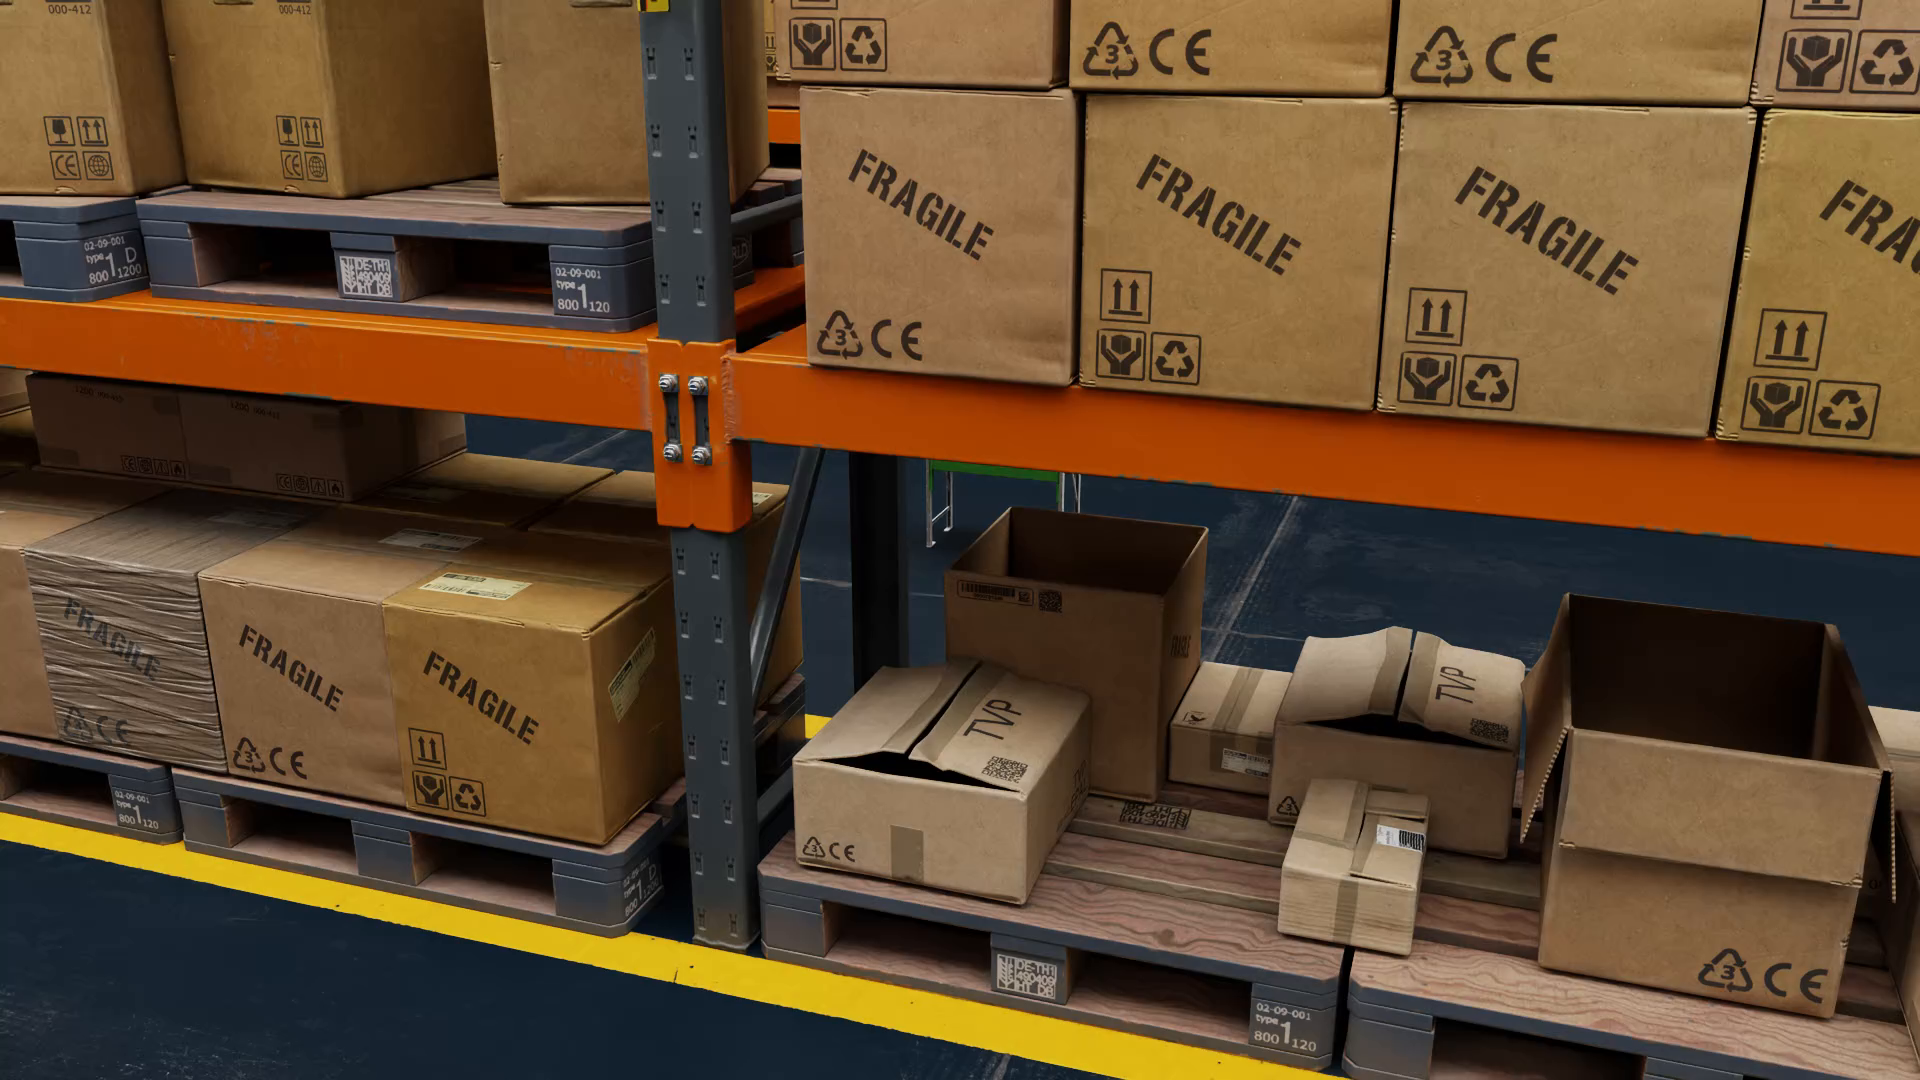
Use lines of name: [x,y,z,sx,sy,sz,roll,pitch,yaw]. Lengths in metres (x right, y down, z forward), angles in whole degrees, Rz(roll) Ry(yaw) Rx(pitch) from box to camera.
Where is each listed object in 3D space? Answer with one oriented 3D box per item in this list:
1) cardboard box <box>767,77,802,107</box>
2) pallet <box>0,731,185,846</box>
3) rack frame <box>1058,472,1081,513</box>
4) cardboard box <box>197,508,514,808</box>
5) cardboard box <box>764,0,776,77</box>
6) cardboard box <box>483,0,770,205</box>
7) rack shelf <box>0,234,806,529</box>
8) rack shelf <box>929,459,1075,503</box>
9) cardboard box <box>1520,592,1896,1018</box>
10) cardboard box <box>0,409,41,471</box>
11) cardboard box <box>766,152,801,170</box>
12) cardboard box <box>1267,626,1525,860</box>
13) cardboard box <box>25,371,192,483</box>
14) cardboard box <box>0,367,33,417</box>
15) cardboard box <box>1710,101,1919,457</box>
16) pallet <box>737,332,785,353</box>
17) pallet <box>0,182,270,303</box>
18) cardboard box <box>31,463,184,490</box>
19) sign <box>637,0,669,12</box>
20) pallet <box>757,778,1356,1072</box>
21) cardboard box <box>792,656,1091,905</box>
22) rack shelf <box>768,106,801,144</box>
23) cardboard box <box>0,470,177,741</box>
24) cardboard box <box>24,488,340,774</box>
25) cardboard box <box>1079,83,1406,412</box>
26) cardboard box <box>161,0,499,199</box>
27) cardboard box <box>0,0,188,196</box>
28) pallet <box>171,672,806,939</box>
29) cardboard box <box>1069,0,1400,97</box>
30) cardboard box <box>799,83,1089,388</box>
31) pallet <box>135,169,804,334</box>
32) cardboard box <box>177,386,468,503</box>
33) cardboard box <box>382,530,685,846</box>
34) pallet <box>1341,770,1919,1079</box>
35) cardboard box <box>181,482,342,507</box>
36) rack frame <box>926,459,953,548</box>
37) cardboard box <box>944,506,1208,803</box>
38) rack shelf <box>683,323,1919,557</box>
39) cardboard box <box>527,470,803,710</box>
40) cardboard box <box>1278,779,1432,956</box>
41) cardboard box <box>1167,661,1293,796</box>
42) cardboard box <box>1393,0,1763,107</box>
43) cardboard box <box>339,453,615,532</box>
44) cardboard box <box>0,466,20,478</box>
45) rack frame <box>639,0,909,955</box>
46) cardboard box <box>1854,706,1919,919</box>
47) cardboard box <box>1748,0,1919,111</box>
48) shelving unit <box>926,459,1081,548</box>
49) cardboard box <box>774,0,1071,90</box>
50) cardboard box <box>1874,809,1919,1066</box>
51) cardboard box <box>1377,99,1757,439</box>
cardboard box: [-0.820,-2.288,8.435,0.250,0.149,0.380,7,20,18]
pallet: [-2.289,0.415,4.566,1.213,0.211,1.003,7,20,18]
rack frame: [0.387,-0.522,5.752,0.015,1.200,0.240,7,20,18]
cardboard box: [-1.376,0.258,3.909,0.500,0.500,0.500,7,20,18]
cardboard box: [-0.679,-2.565,8.244,0.500,0.500,0.500,7,20,20]
cardboard box: [-0.726,-1.061,3.773,0.500,0.500,0.700,0,19,0]
rack shelf: [-2.241,-0.571,4.250,4.000,0.370,1.077,7,20,18]
rack shelf: [0.156,-0.262,5.927,0.480,0.148,0.258,7,20,18]
cardboard box: [1.425,0.478,3.273,0.637,0.503,0.797,7,20,18]
cardboard box: [-2.681,-0.070,4.849,0.500,0.500,0.500,6,20,16]
cardboard box: [-1.031,-1.634,8.834,0.750,0.750,0.750,6,20,18]
cardboard box: [0.988,0.422,3.726,0.500,0.311,0.500,7,20,18]
cardboard box: [-2.147,-0.366,4.560,0.500,0.250,0.500,6,20,17]
cardboard box: [-3.115,-0.475,4.873,0.500,0.250,0.500,7,21,20]
cardboard box: [1.478,-0.439,2.625,0.500,0.500,0.500,6,20,17]
pallet: [-0.639,-1.110,8.939,1.213,0.211,1.003,7,20,18]
pallet: [-2.292,-0.827,4.184,1.213,0.211,1.003,7,20,18]
cardboard box: [-2.183,-0.015,4.692,0.500,0.500,0.500,6,20,16]
sign: [-0.530,-1.068,2.825,0.005,0.325,0.100,7,20,18]
pallet: [0.297,0.697,3.757,1.213,0.211,1.003,7,20,18]
cardboard box: [-0.026,0.480,3.559,0.500,0.311,0.500,7,20,18]
rack shelf: [-0.619,-2.112,8.670,4.000,0.370,1.077,7,20,18]
cardboard box: [-2.331,0.149,4.220,0.500,0.500,0.500,6,20,16]
cardboard box: [-1.850,0.203,4.065,0.500,0.500,0.500,7,20,19]
cardboard box: [0.525,-0.548,2.939,0.500,0.500,0.500,7,20,19]
cardboard box: [-1.396,-1.115,3.929,0.500,0.500,0.700,10,22,27]
cardboard box: [-2.041,-1.112,3.919,0.500,0.500,0.700,1,19,4]
pallet: [-1.132,0.546,4.189,1.213,0.211,1.003,7,20,18]
cardboard box: [0.489,-1.020,2.774,0.500,0.500,0.500,6,20,16]
cardboard box: [0.040,-0.602,3.094,0.500,0.500,0.500,7,20,19]
pallet: [-1.071,-0.724,3.888,1.213,0.211,1.003,7,20,18]
cardboard box: [-1.673,-0.312,4.405,0.500,0.250,0.500,7,20,18]
cardboard box: [-0.912,0.314,3.748,0.500,0.500,0.500,6,20,18]
pallet: [1.453,0.828,3.381,1.213,0.211,1.003,7,20,18]
cardboard box: [-1.706,0.039,4.535,0.500,0.500,0.500,7,20,19]
rack frame: [-0.074,-0.575,5.903,0.015,1.200,0.240,7,20,18]
cardboard box: [0.280,0.251,3.927,0.500,0.500,0.500,7,20,18]
rack shelf: [1.538,-0.139,3.010,4.000,0.370,1.077,7,20,18]
cardboard box: [-0.729,0.150,4.218,0.500,0.500,0.500,6,20,16]
cardboard box: [0.794,0.638,3.324,0.250,0.166,0.380,7,20,18]
cardboard box: [0.654,0.439,3.922,0.250,0.149,0.380,7,20,18]
cardboard box: [0.974,-0.964,2.615,0.500,0.500,0.500,6,20,16]
cardboard box: [-1.236,0.096,4.373,0.500,0.500,0.500,7,20,19]
cardboard box: [-2.825,0.094,4.377,0.500,0.500,0.500,6,20,17]
rack frame: [-0.352,-0.695,3.512,0.127,3.000,1.000,7,20,18]
cardboard box: [2.062,0.573,3.384,0.500,0.250,0.500,7,20,18]
cardboard box: [1.462,-0.909,2.455,0.500,0.500,0.500,7,20,20]
shelving unit: [0.156,-0.549,5.827,0.503,1.200,0.258,7,20,18]
cardboard box: [0.001,-1.076,2.934,0.500,0.500,0.500,7,20,19]
cardboard box: [1.945,0.734,2.922,0.500,0.250,0.500,7,20,18]
cardboard box: [0.997,-0.493,2.782,0.500,0.500,0.500,6,20,18]
